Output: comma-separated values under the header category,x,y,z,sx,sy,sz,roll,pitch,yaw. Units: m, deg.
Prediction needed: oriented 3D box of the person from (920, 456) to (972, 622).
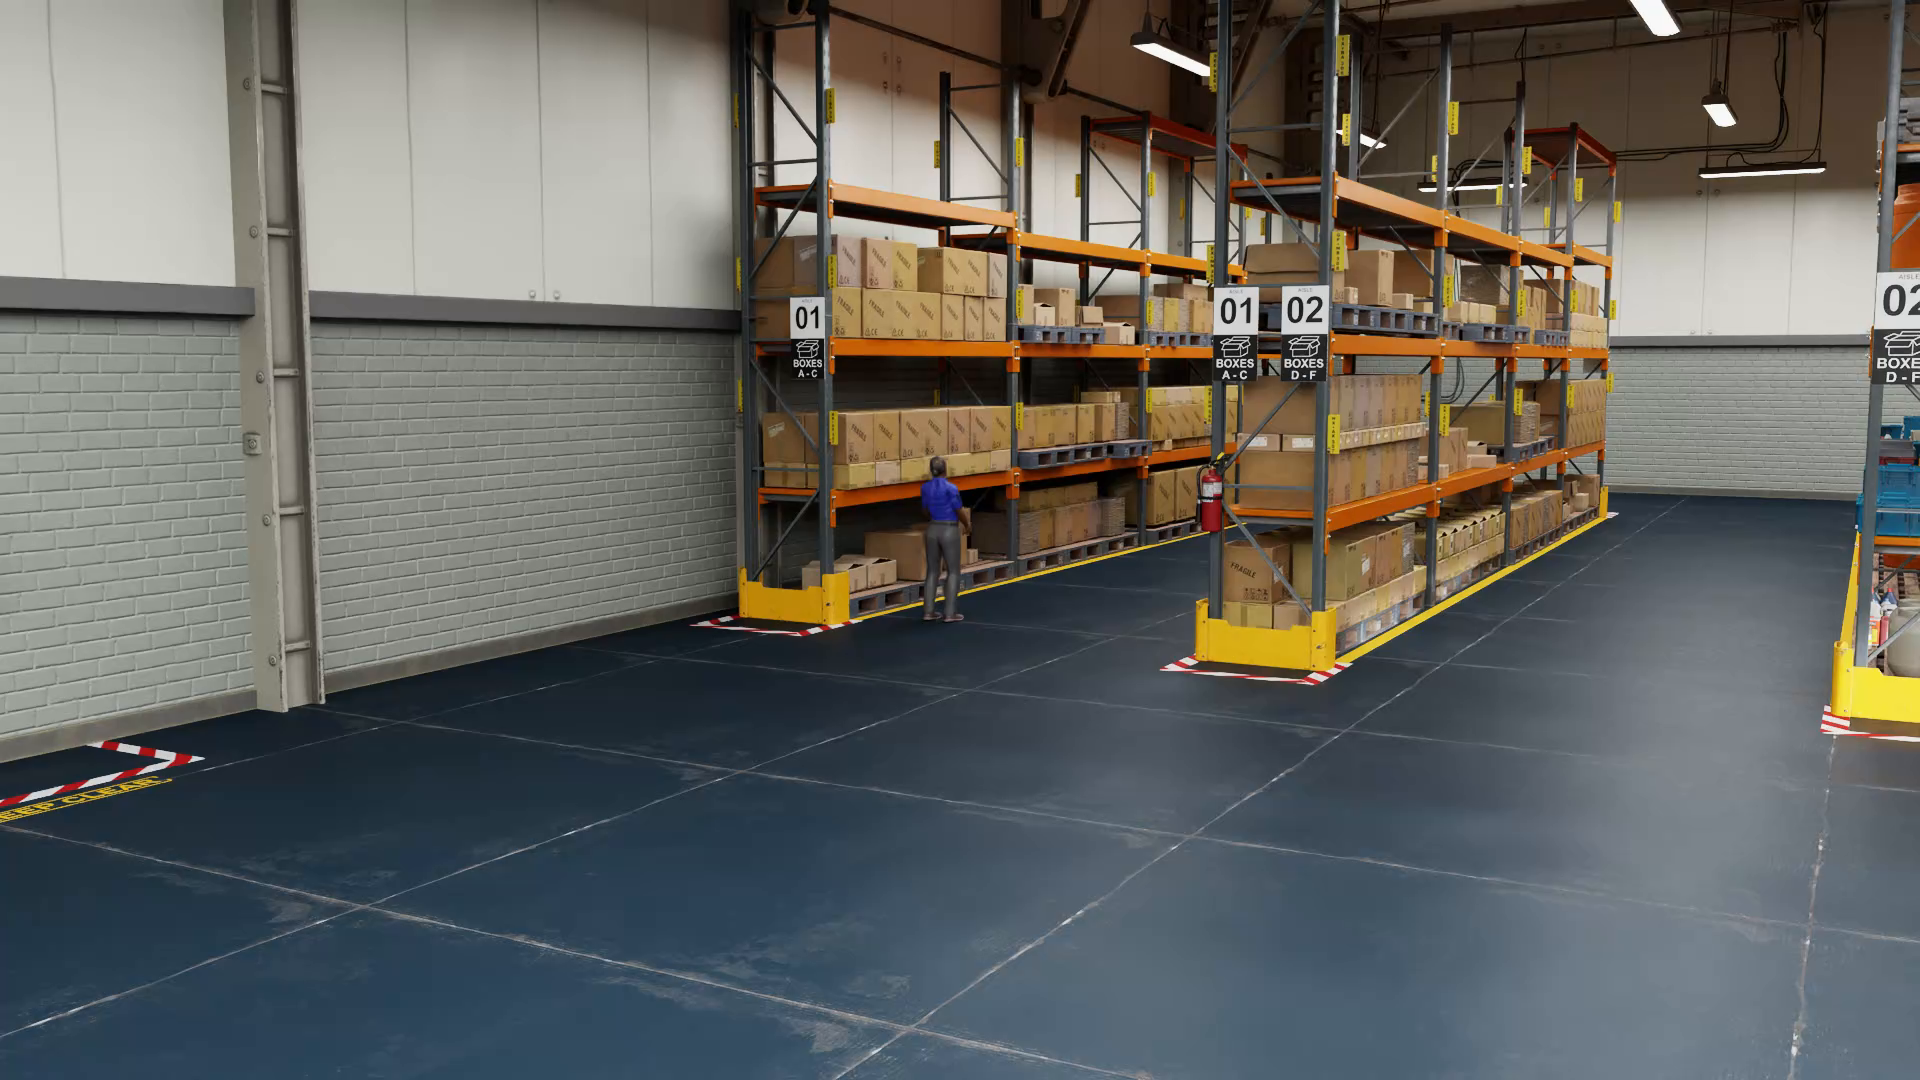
category,x,y,z,sx,sy,sz,roll,pitch,yaw
person,-0.128,-0.010,16.634,0.454,1.624,0.494,4,7,30
